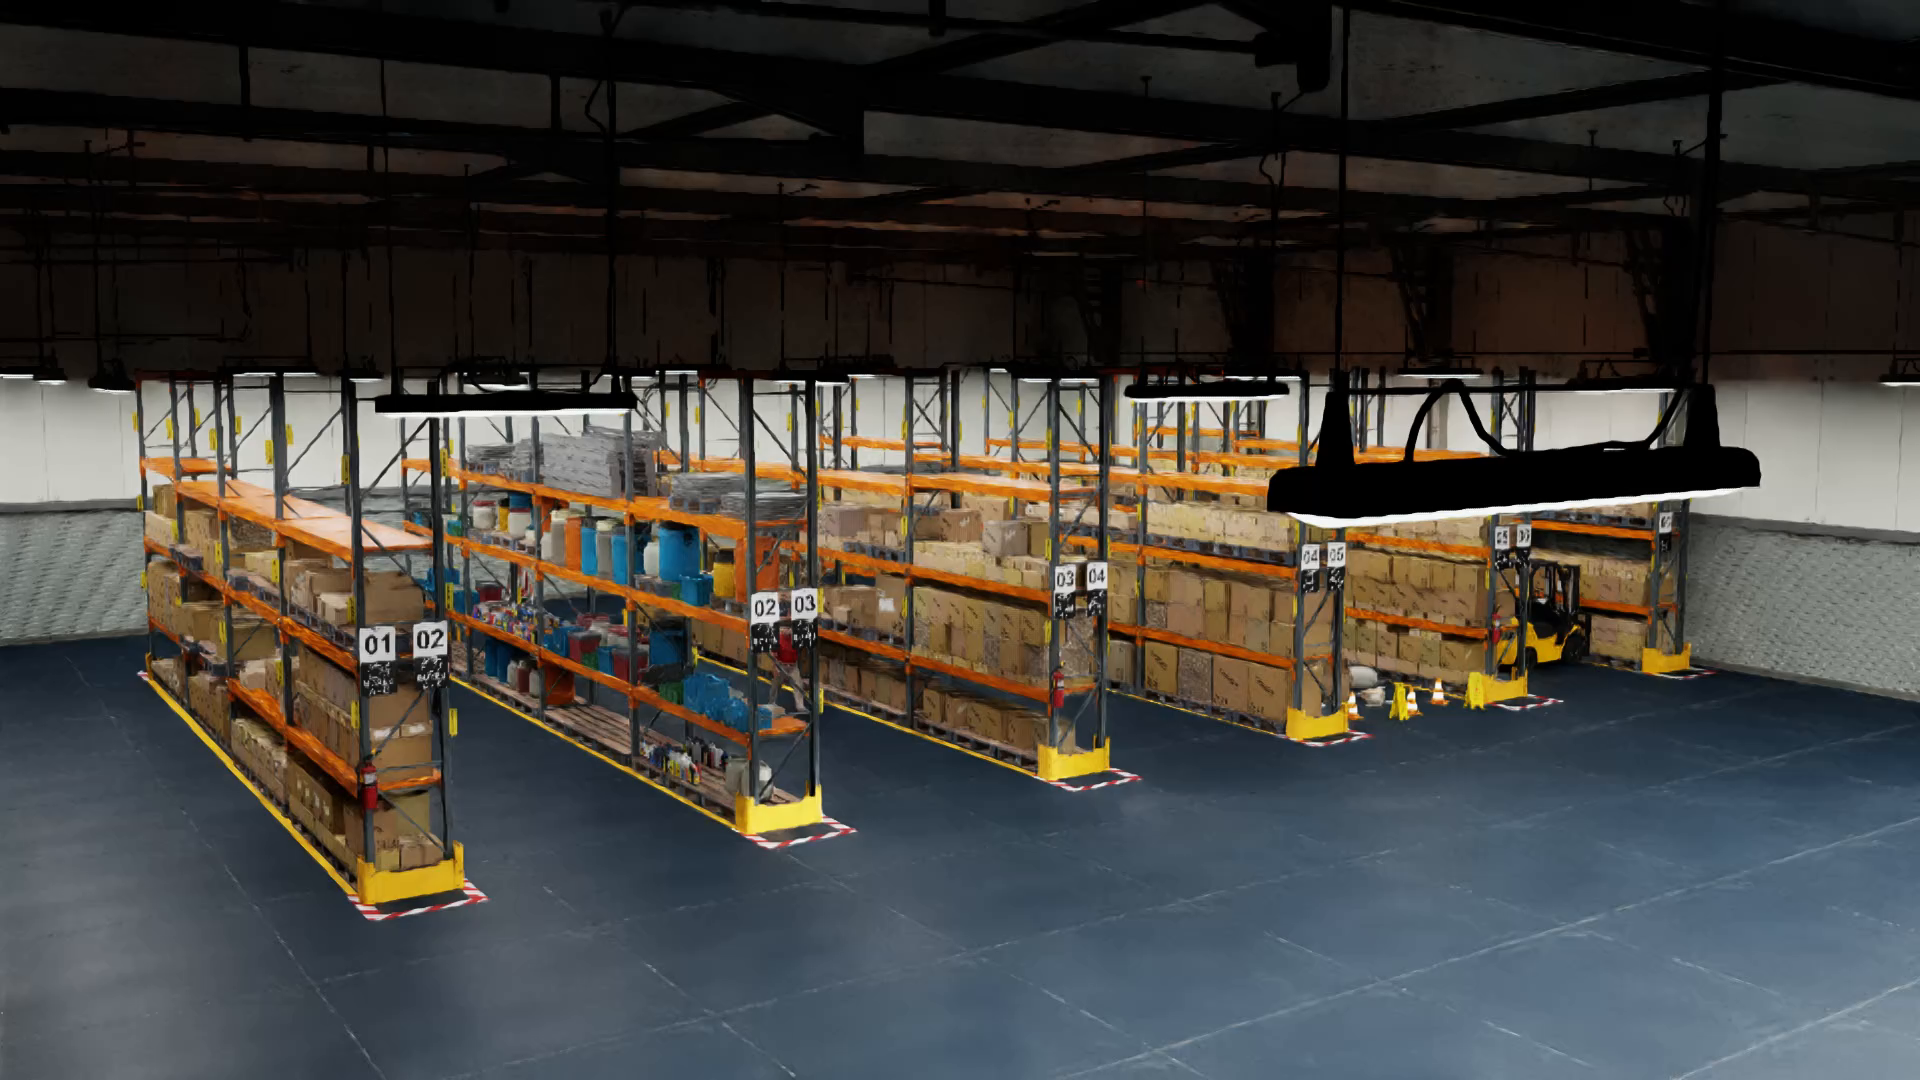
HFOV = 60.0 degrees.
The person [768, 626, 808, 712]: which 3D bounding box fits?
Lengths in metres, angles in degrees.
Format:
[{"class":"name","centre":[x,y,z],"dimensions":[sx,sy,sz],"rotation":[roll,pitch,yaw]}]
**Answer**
[{"class":"person","centre":[-3.044,2.214,29.126],"dimensions":[0.542,1.645,1.126],"rotation":[-4,8,-32]}]

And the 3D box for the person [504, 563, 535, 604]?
[{"class":"person","centre":[-9.859,1.263,37.285],"dimensions":[0.567,1.736,1.044],"rotation":[-4,8,-34]}]

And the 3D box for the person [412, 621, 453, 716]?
[{"class":"person","centre":[-9.189,2.219,28.882],"dimensions":[0.729,1.733,0.546],"rotation":[-5,8,-35]}]
